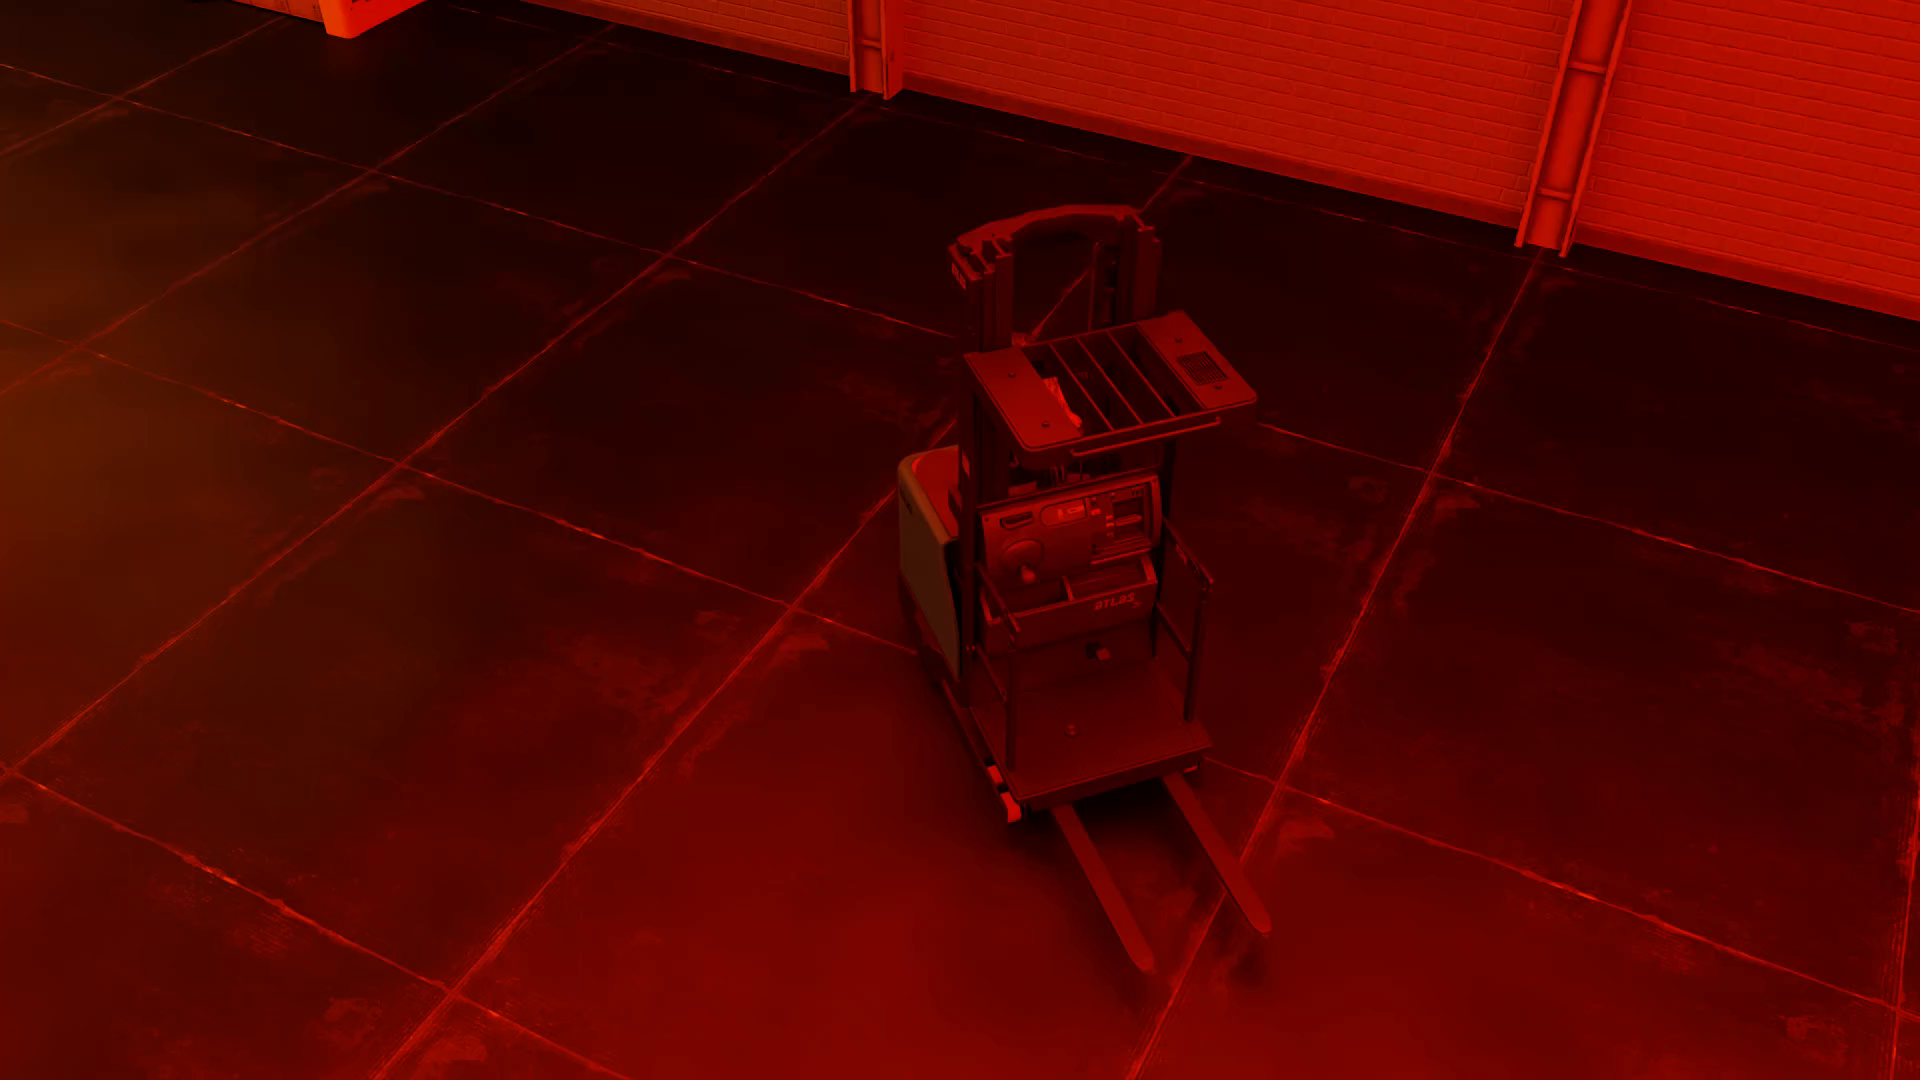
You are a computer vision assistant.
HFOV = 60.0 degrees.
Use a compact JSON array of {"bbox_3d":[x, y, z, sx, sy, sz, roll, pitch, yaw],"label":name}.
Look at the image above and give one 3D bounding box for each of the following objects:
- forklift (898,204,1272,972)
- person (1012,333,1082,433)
[{"bbox_3d":[0.624,0.027,7.954,1.130,2.935,3.031,-13,42,-15],"label":"forklift"},{"bbox_3d":[0.473,-0.549,9.655,0.620,1.402,0.762,27,47,28],"label":"person"}]
